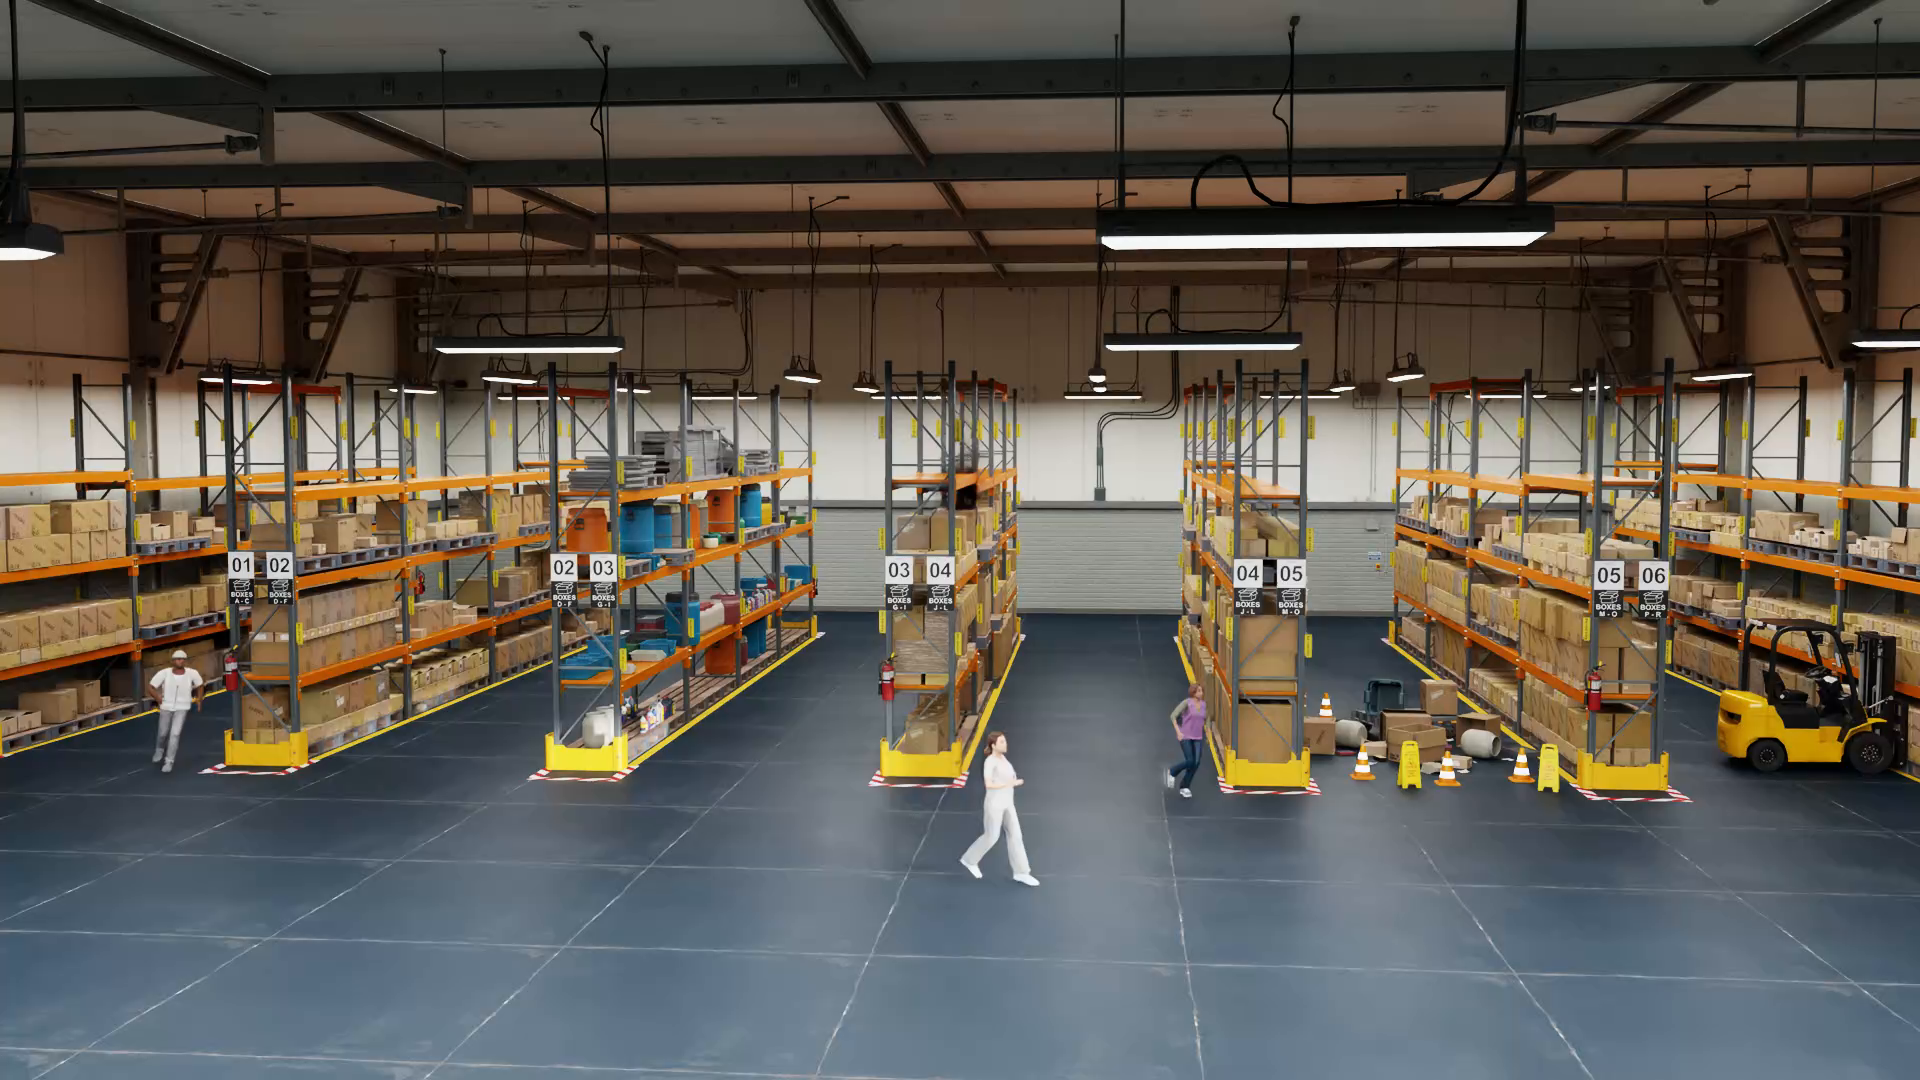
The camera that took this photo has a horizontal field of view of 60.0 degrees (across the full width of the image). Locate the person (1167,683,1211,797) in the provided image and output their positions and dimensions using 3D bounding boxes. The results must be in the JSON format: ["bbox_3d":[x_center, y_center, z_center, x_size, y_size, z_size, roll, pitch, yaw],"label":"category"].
[{"bbox_3d":[3.188,2.732,22.888,0.581,1.545,0.505,-2,4,-28],"label":"person"}]

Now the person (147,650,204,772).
[{"bbox_3d":[-11.611,2.500,24.628,0.762,1.734,0.971,-2,4,-23],"label":"person"}]

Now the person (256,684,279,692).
[{"bbox_3d":[-12.067,2.281,29.002,0.536,1.687,0.806,-1,4,-9],"label":"person"}]

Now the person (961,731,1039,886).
[{"bbox_3d":[0.432,2.926,18.261,0.941,1.662,0.564,2,4,32],"label":"person"}]
